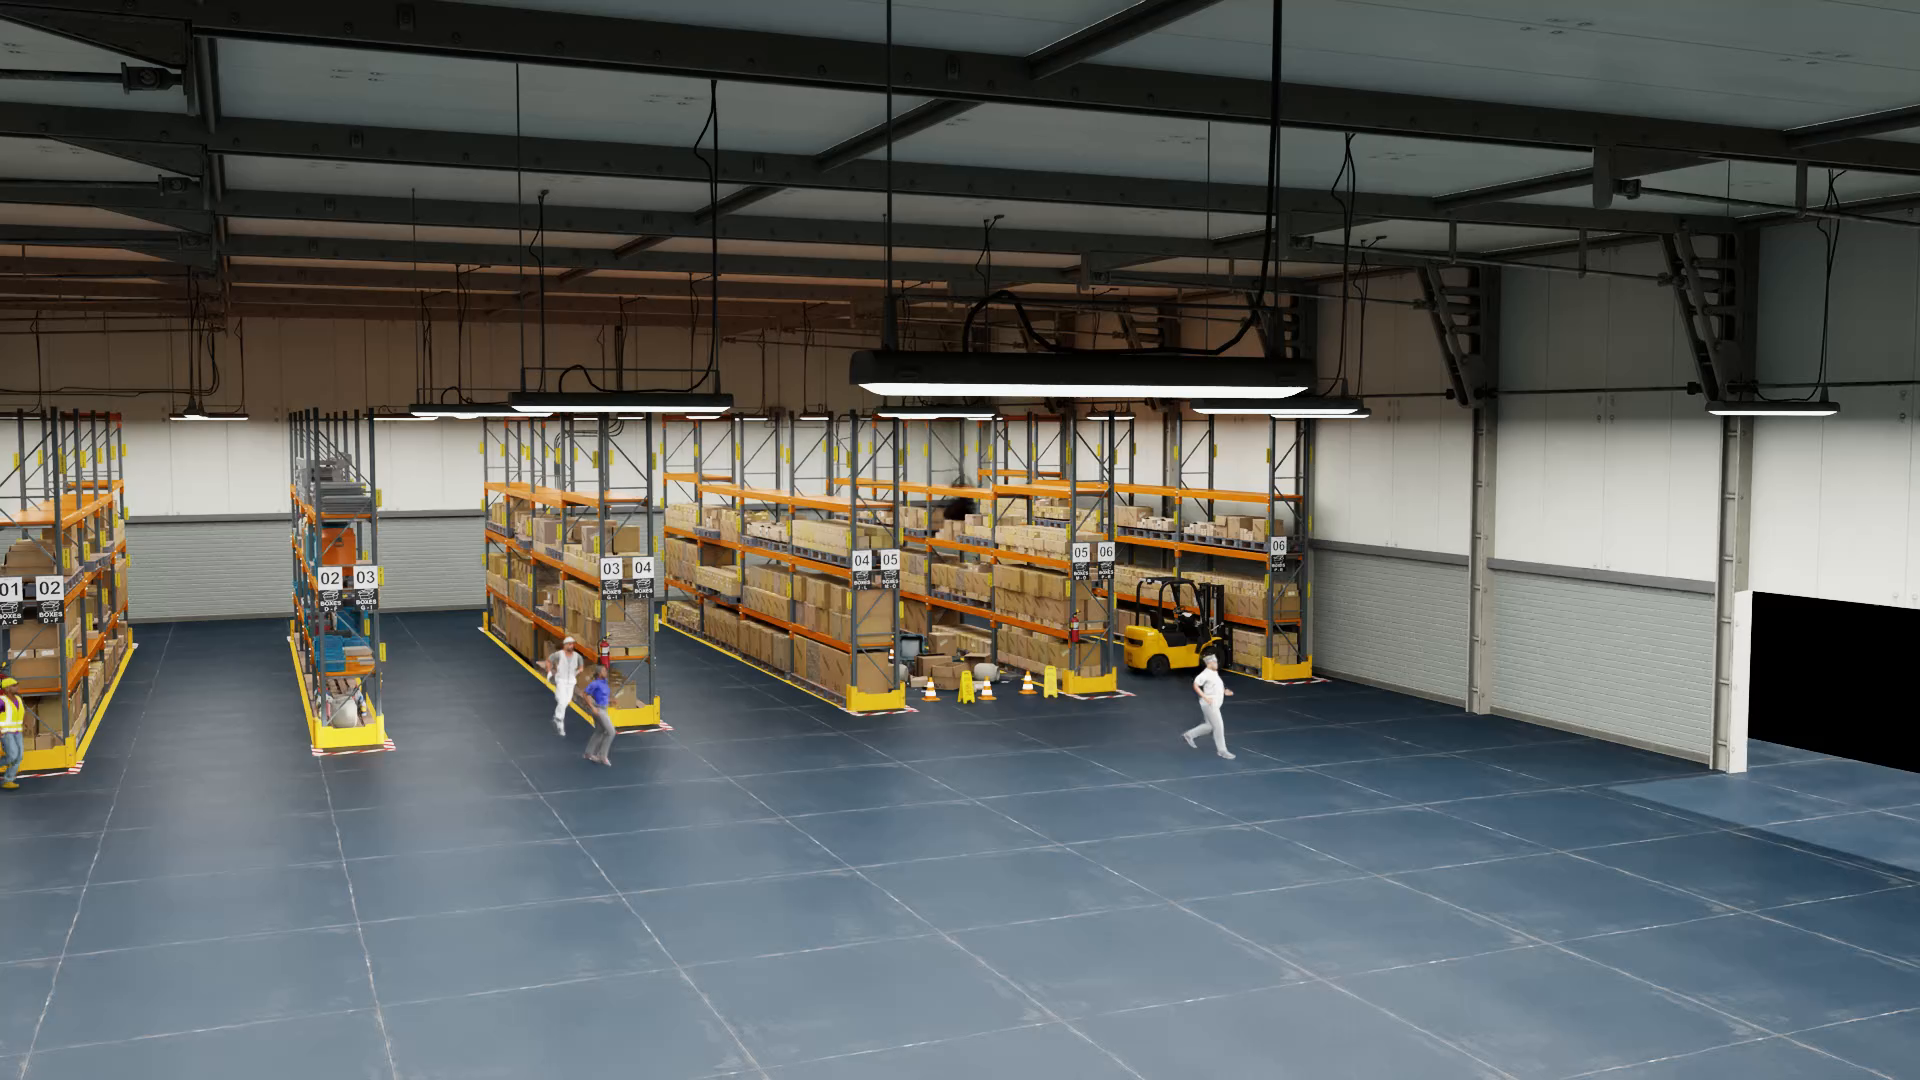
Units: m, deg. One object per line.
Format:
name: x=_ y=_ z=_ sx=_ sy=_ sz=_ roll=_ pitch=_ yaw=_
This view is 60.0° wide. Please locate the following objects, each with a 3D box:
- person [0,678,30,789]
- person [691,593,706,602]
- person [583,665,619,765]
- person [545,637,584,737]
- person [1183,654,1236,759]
person: x=-15.028 y=3.034 z=26.252 sx=0.554 sy=1.714 sz=0.772 roll=1 pitch=4 yaw=7
person: x=-7.747 y=1.407 z=49.382 sx=0.763 sy=1.789 sz=0.643 roll=-2 pitch=4 yaw=-25
person: x=-6.052 y=3.006 z=27.978 sx=0.633 sy=1.607 sz=0.581 roll=0 pitch=4 yaw=3
person: x=-7.304 y=2.679 z=30.811 sx=0.686 sy=1.791 sz=0.907 roll=-3 pitch=5 yaw=-34
person: x=4.289 y=2.840 z=28.604 sx=0.951 sy=1.791 sz=0.664 roll=2 pitch=4 yaw=21
